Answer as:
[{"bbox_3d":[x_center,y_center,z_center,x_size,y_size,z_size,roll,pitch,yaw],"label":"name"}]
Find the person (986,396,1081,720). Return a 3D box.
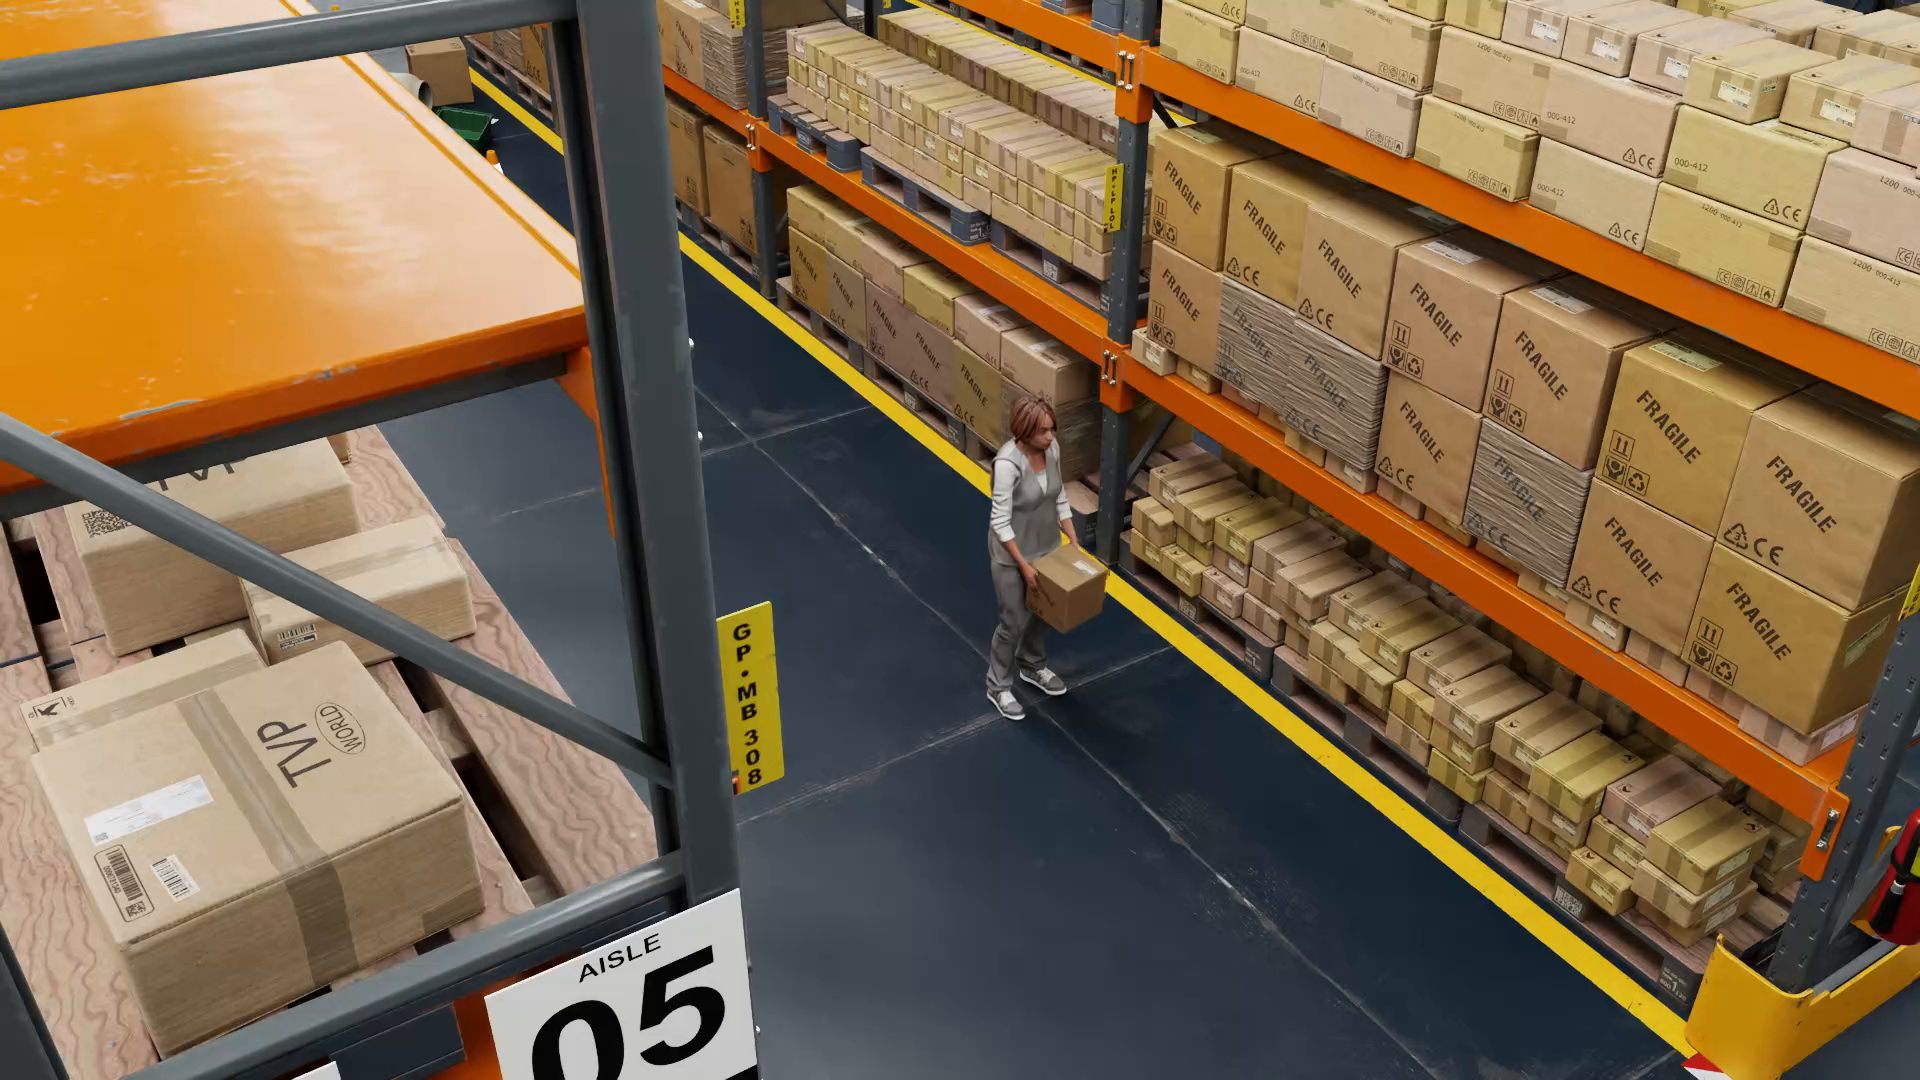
[{"bbox_3d":[0.327,0.069,7.592,0.444,1.602,0.384,-26,41,-34],"label":"person"}]
